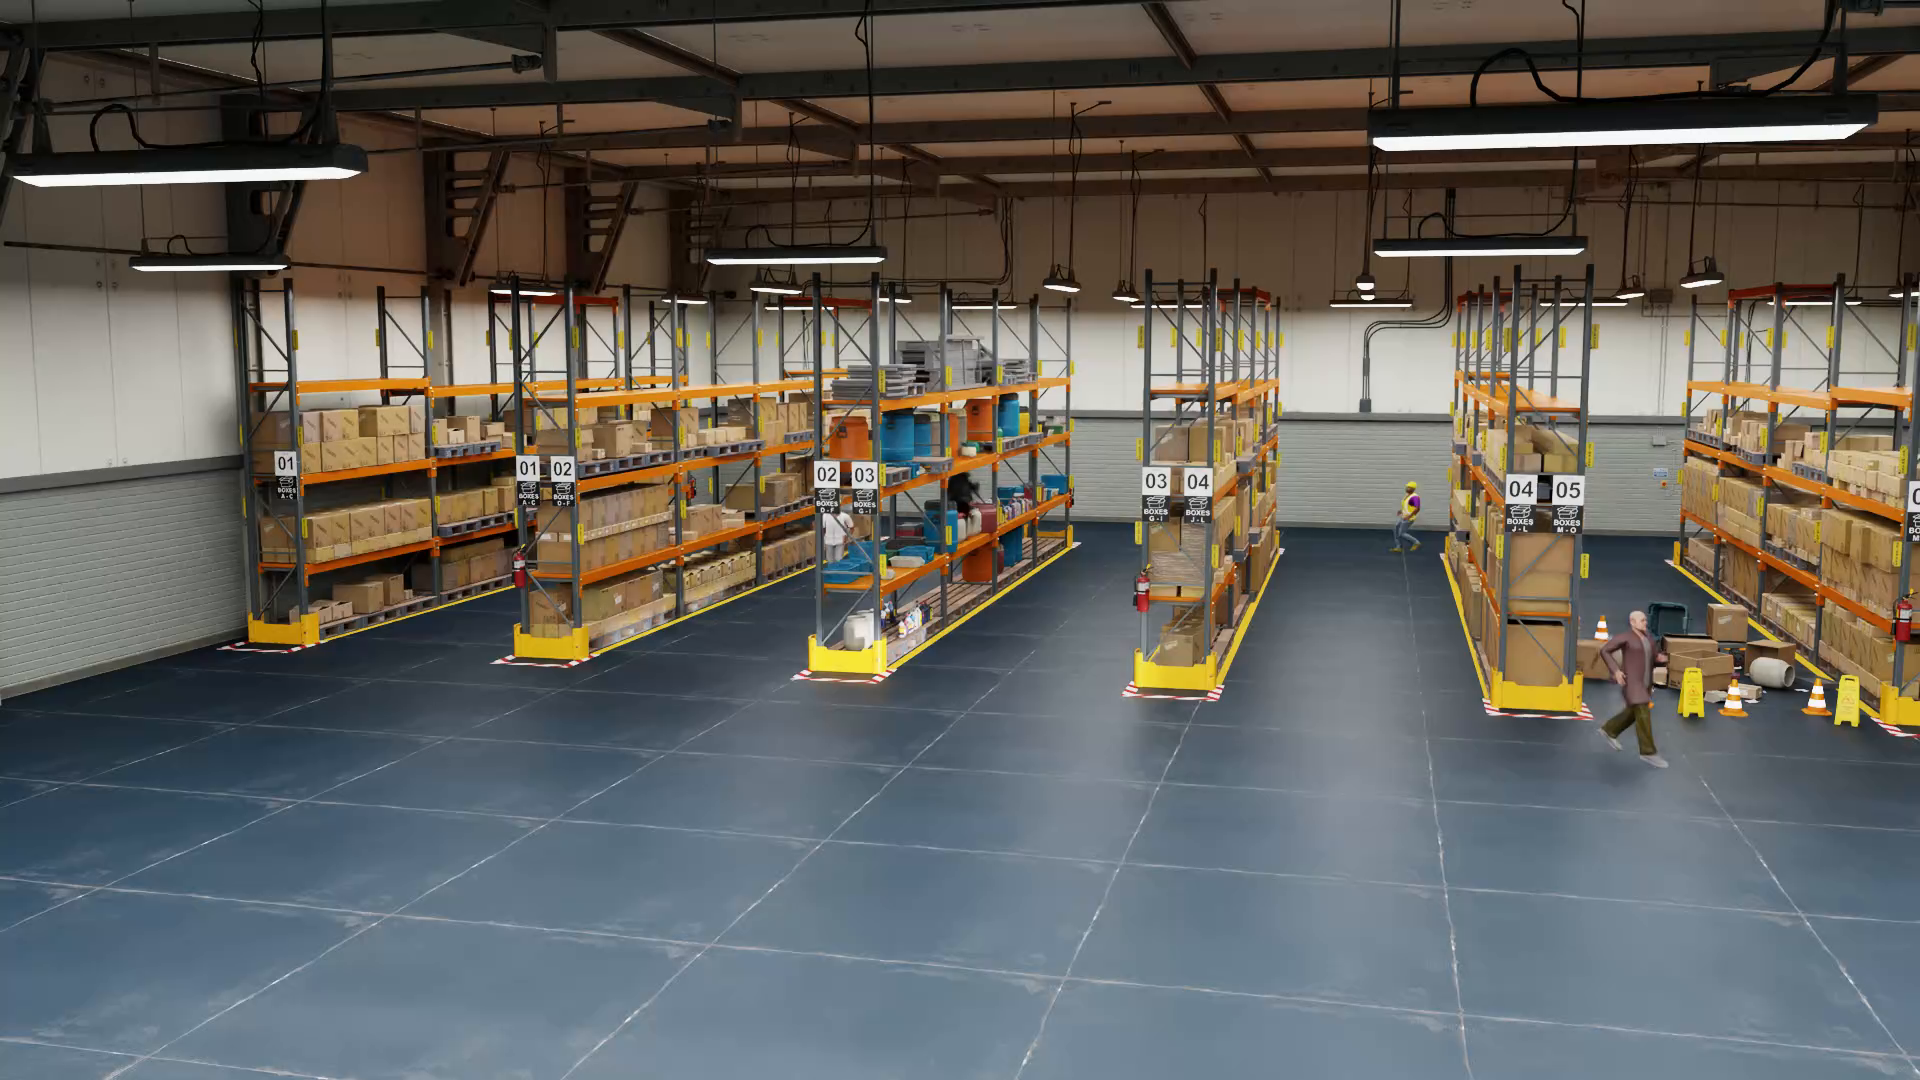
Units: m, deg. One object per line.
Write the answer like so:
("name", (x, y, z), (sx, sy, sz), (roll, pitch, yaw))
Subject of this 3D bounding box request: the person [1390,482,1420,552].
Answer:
("person", (10.534, -0.541, 39.237), (0.671, 1.692, 0.731), (0, 7, 2))

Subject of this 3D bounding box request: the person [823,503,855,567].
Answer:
("person", (-2.361, 0.064, 31.705), (0.702, 1.736, 0.592), (1, 7, 5))

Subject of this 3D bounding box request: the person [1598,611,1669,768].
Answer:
("person", (8.039, 1.727, 19.782), (0.696, 1.777, 1.050), (-4, 8, -33))
